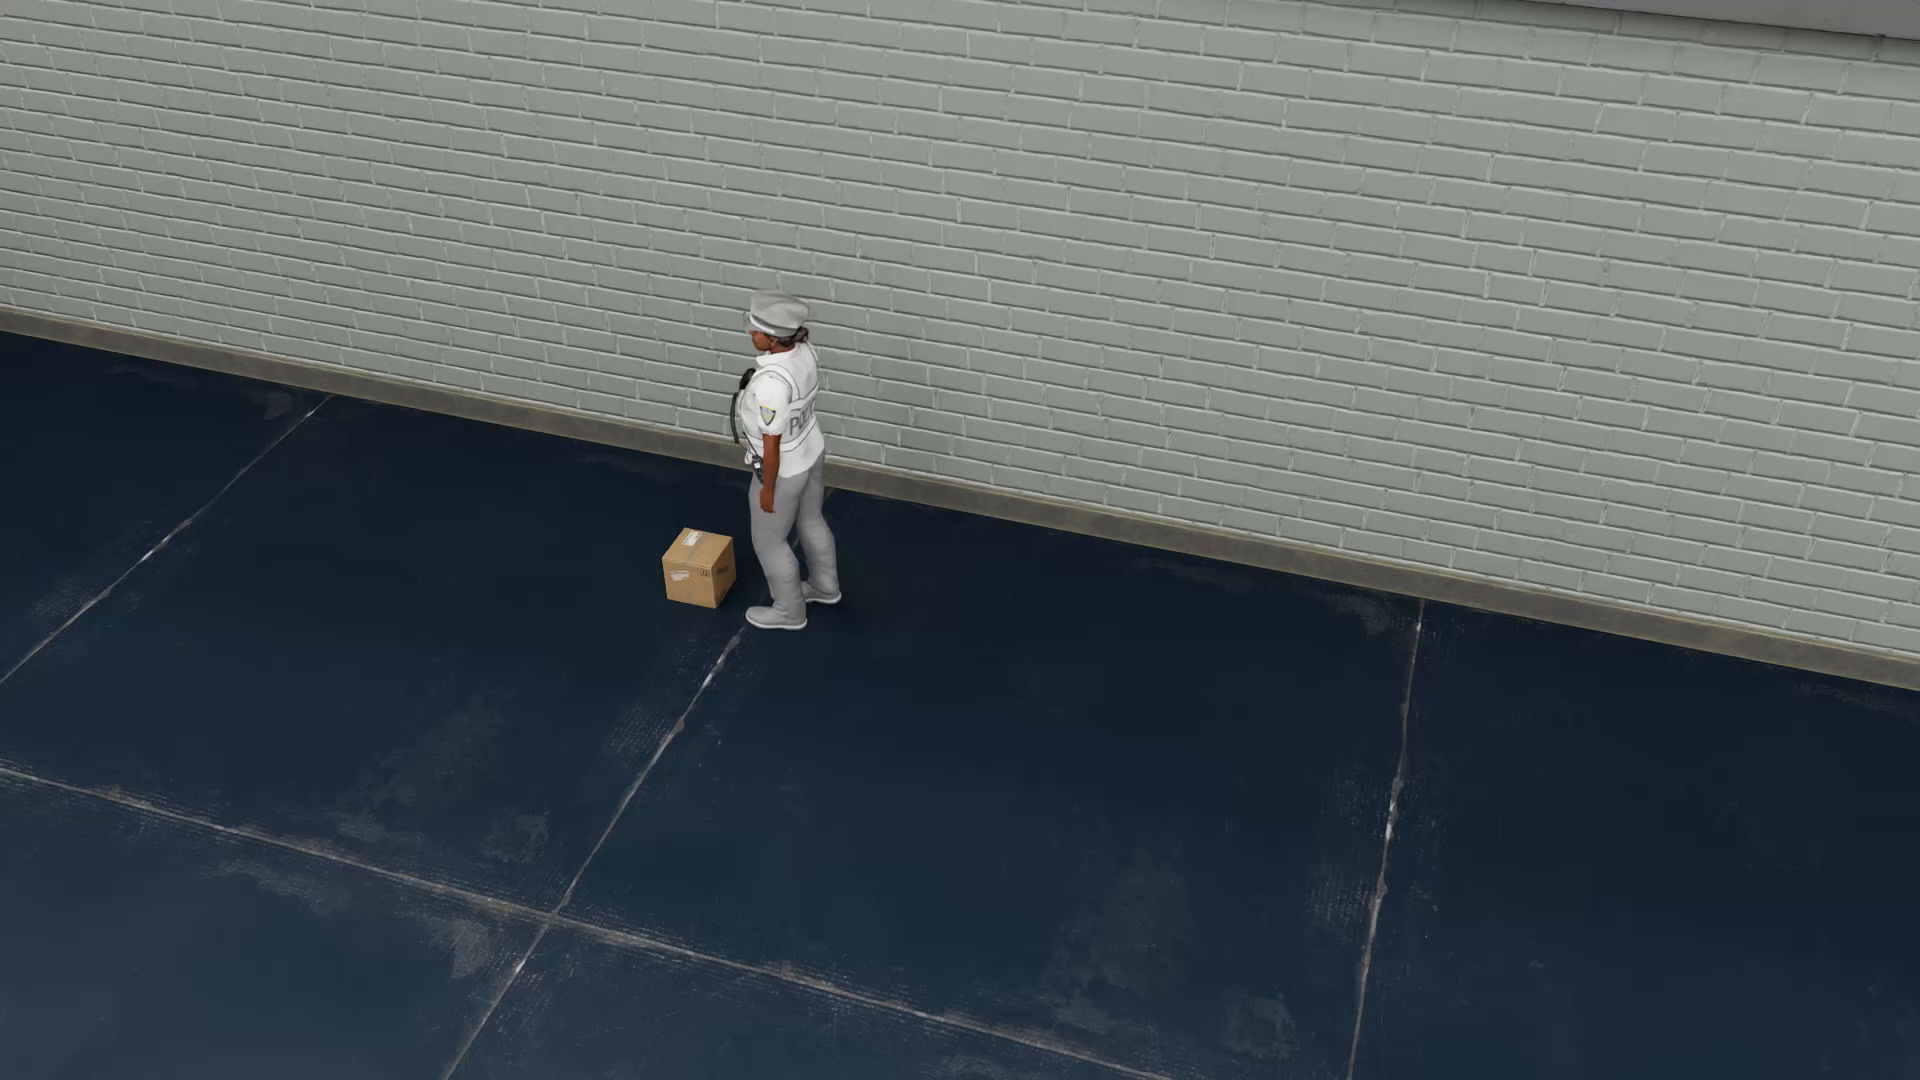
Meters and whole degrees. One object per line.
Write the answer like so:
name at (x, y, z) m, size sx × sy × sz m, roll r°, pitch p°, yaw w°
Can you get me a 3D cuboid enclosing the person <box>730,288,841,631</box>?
person at (-0.782, -0.332, 7.320) m, size 0.376 × 1.687 × 0.436 m, roll 11°, pitch 39°, yaw 15°
